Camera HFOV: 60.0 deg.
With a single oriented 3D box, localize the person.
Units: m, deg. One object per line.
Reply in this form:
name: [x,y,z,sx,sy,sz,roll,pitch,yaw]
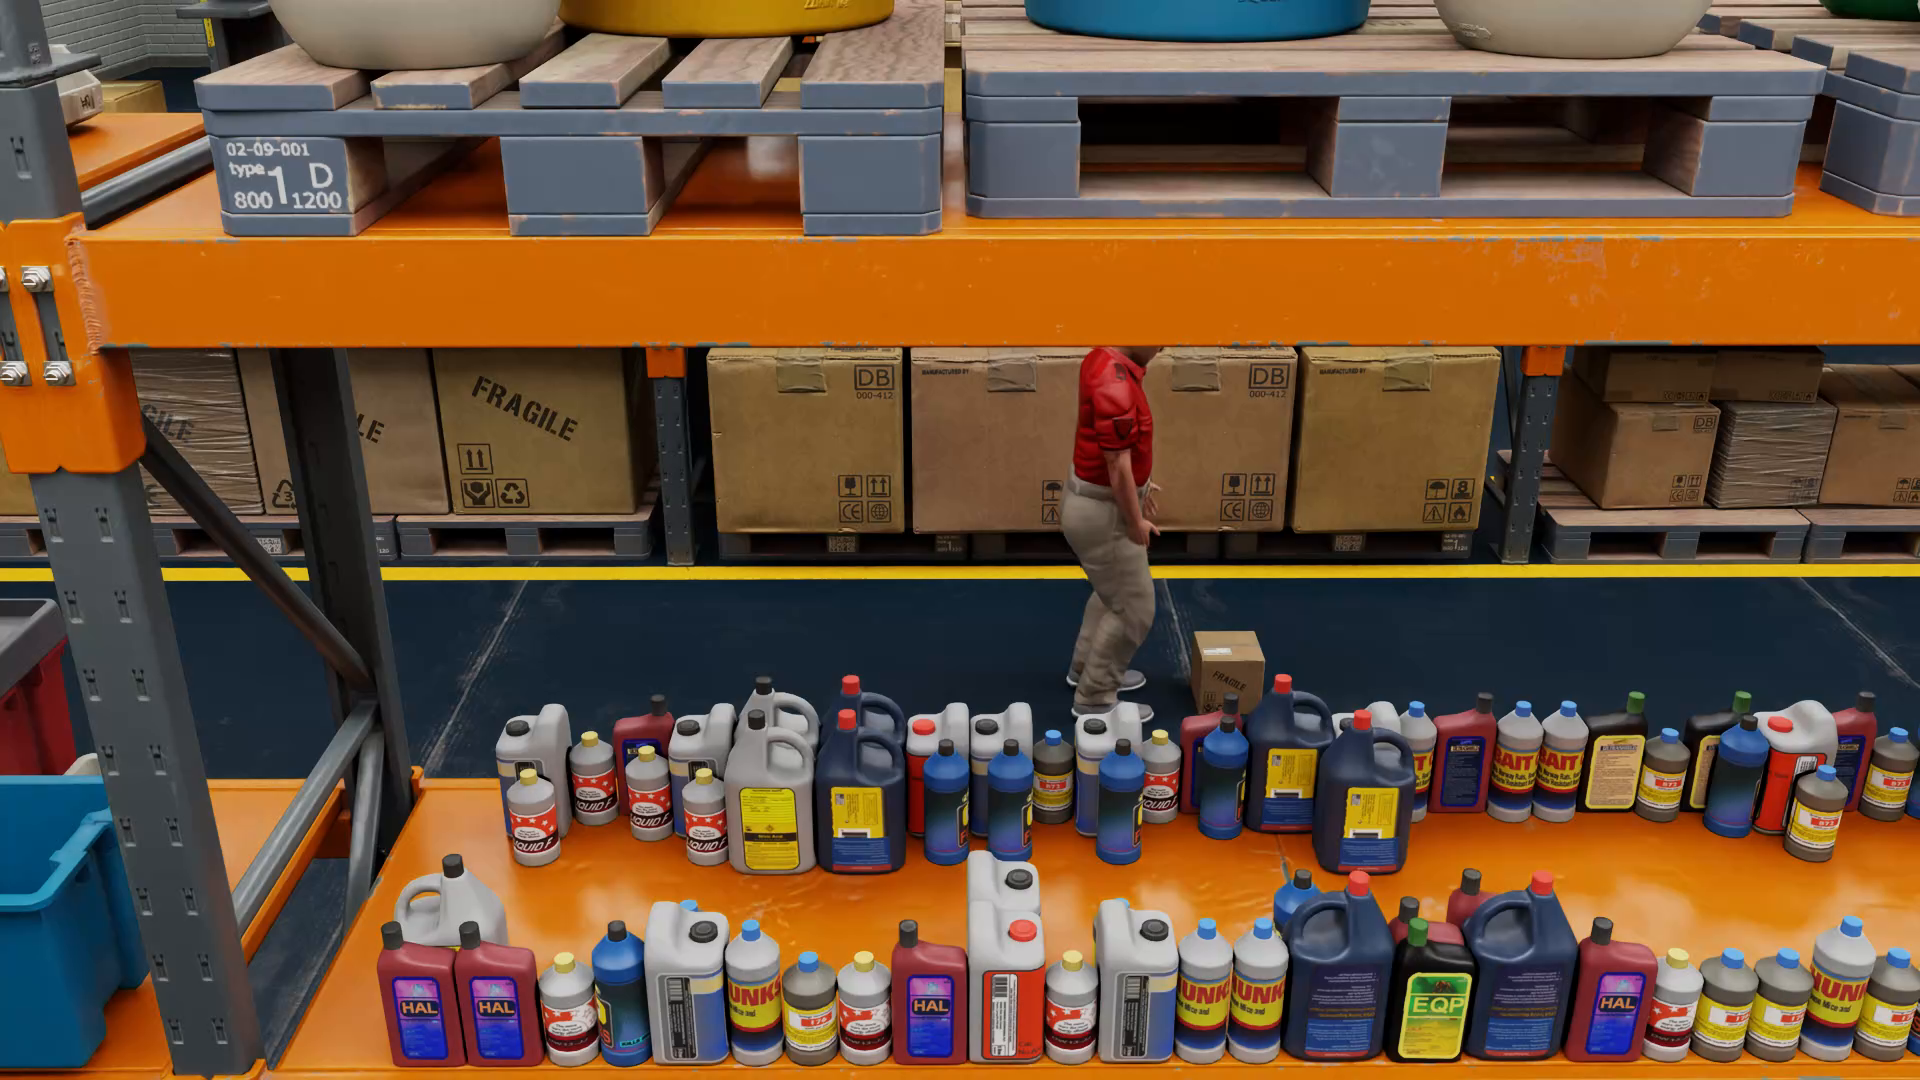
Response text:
person: [0.595,-0.119,6.460,0.416,1.684,0.553,0,24,1]
